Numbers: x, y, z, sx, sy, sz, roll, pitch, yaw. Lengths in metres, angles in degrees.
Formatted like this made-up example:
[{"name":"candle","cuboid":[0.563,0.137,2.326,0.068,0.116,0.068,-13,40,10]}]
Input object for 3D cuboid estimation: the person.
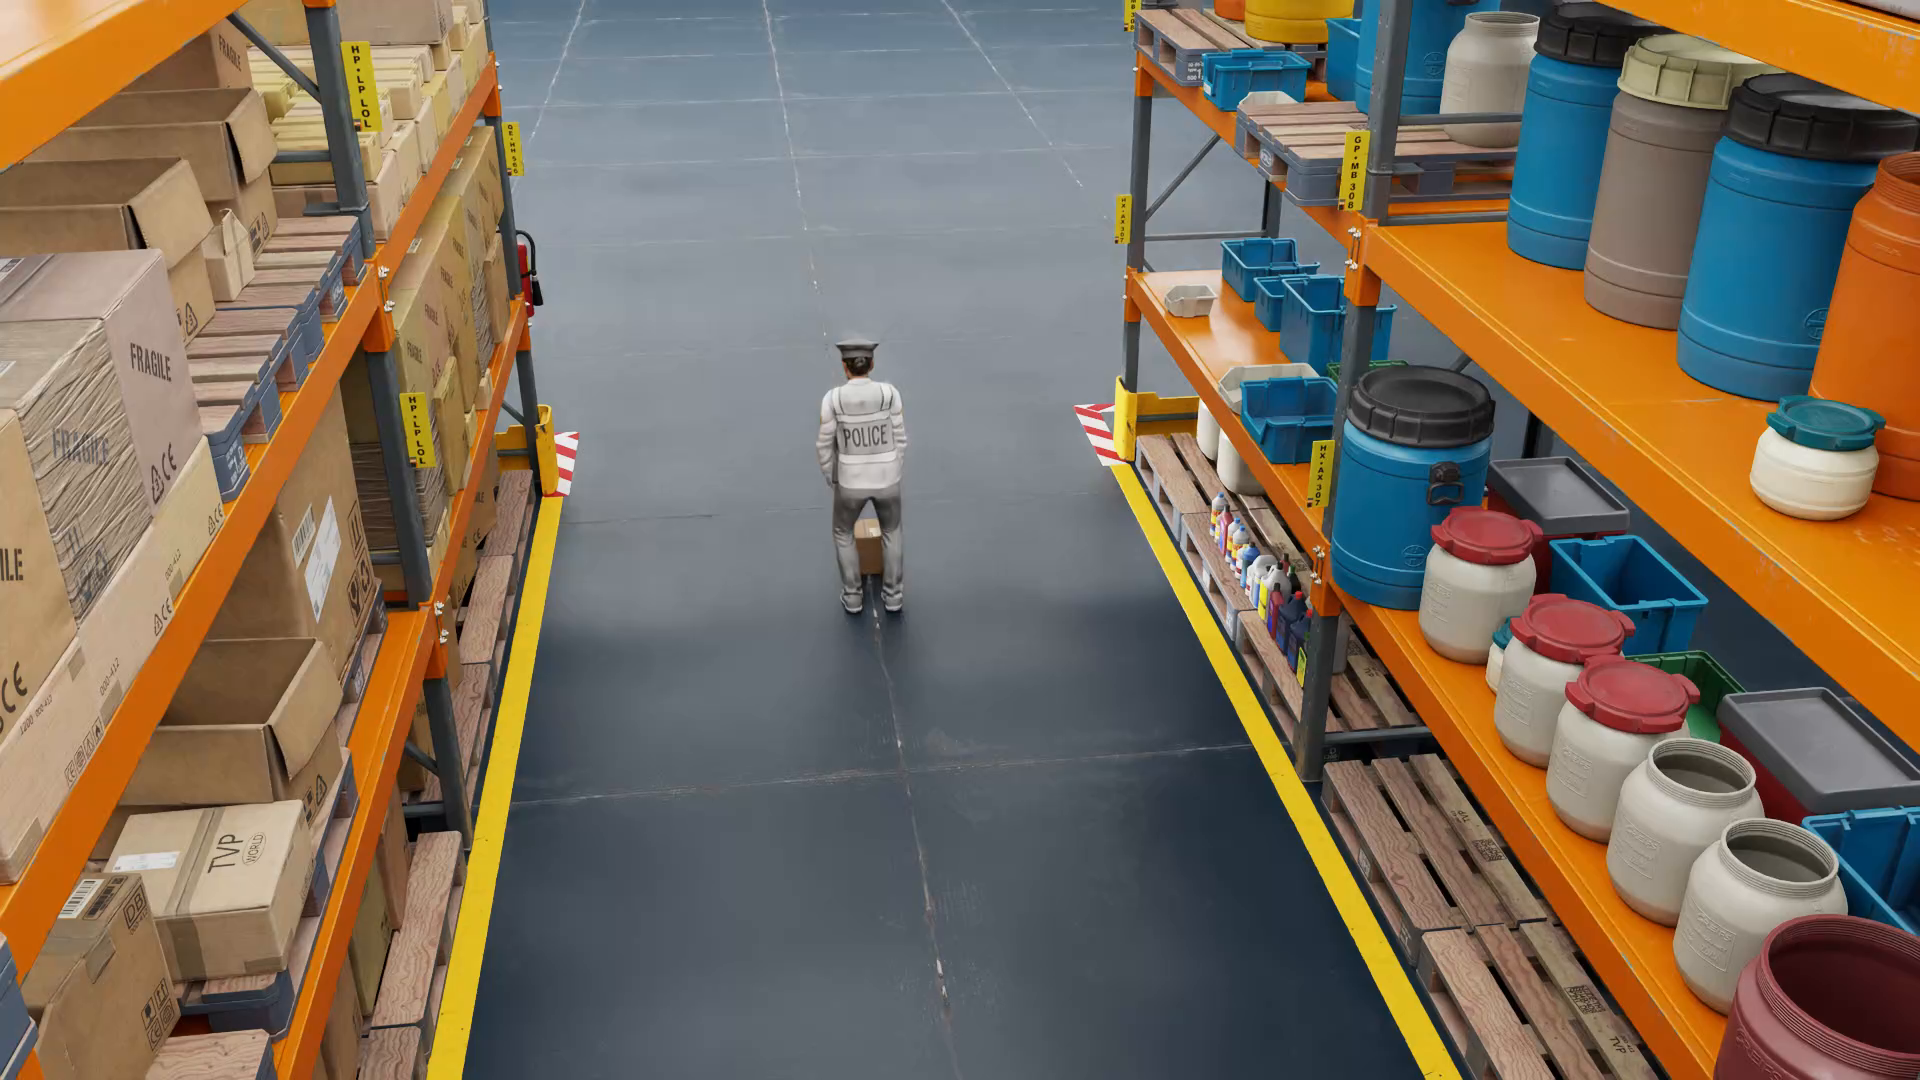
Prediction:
[{"name":"person","cuboid":[-0.550,-0.348,9.371,0.508,1.604,0.485,-3,27,-6]}]
